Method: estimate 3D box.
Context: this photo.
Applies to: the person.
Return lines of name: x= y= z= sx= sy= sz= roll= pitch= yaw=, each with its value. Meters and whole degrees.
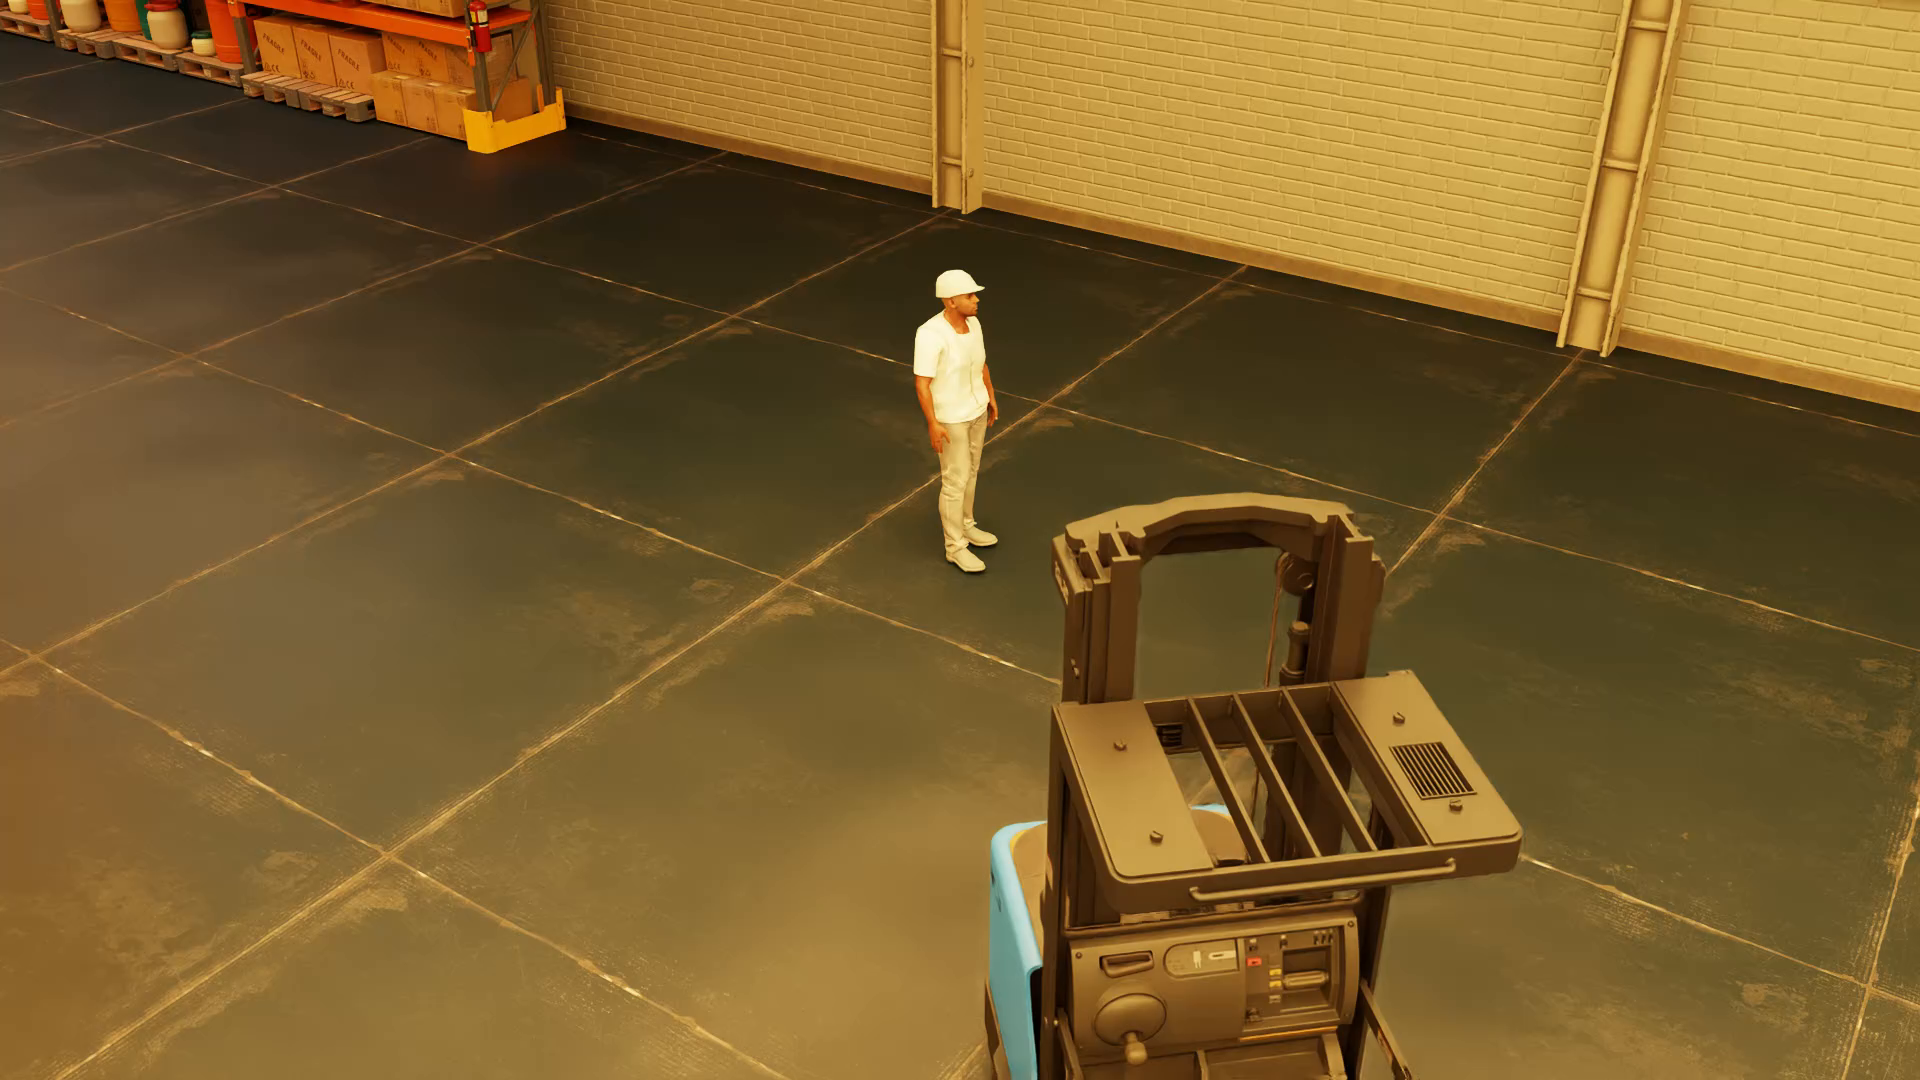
person: x=0.055 y=-0.748 z=10.015 sx=0.575 sy=1.768 sz=0.665 roll=19 pitch=35 yaw=29

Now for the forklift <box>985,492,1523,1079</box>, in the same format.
forklift: x=0.843 y=1.461 z=5.065 sx=1.130 sy=2.935 sz=3.031 roll=-5 pitch=30 yaw=-8
